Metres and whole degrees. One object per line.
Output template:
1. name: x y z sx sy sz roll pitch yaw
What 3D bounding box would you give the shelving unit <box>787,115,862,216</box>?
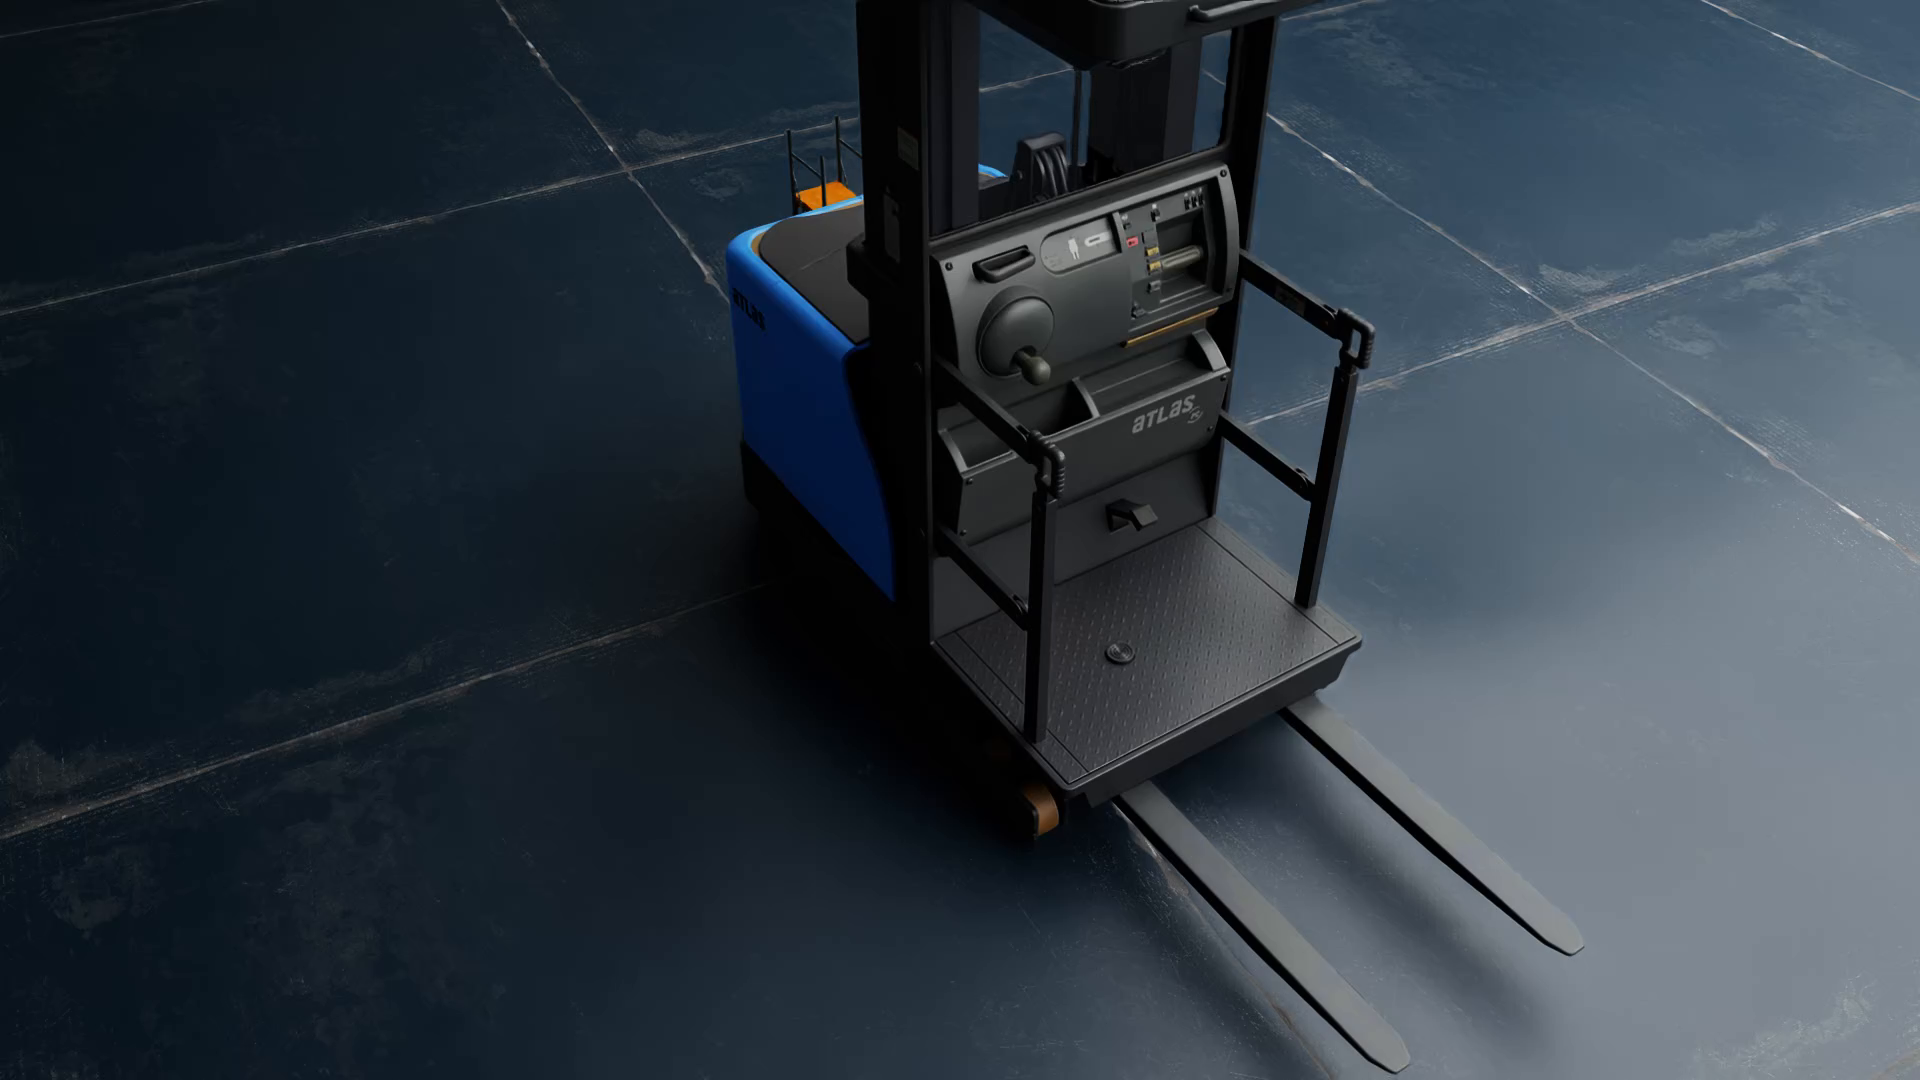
1. shelving unit: -0.428 -0.868 5.847 0.189 1.200 0.258 -23 45 -25

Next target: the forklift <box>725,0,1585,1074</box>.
1. forklift: 0.473 -0.626 4.221 1.130 2.935 3.031 -23 45 -25

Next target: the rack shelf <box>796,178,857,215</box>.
1. rack shelf: -0.428 -1.109 5.643 0.180 0.103 0.258 -23 45 -25

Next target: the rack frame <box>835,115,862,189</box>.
1. rack frame: -0.351 -0.901 5.885 0.006 1.200 0.240 -23 45 -25

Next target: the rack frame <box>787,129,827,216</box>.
1. rack frame: -0.504 -0.836 5.809 0.006 1.200 0.240 -23 45 -25
